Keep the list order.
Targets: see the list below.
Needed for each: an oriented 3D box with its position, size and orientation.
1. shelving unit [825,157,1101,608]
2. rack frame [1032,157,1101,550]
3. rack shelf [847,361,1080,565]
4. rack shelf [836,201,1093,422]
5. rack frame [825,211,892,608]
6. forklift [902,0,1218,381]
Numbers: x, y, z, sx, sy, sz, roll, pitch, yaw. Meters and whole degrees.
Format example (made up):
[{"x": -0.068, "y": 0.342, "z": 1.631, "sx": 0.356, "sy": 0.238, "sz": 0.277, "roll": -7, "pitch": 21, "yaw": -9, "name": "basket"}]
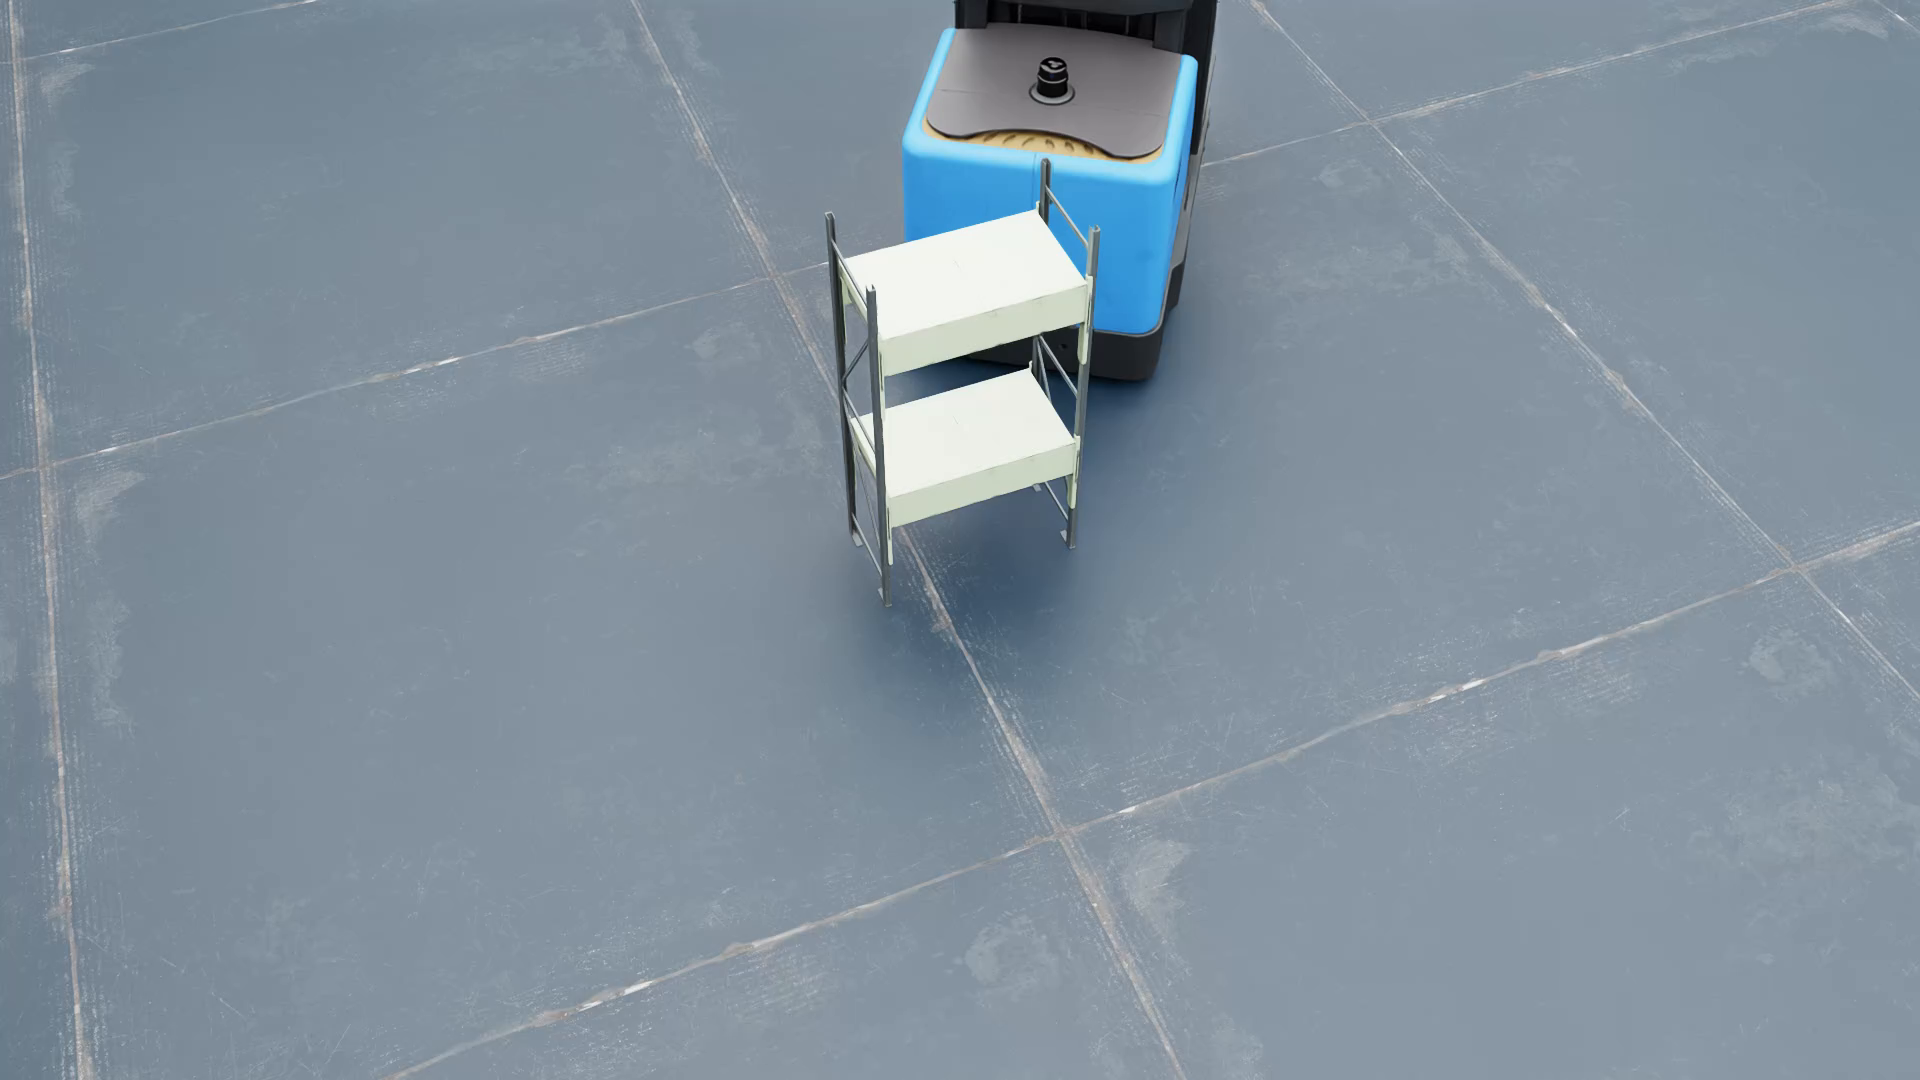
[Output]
[{"x": 0.006, "y": -0.491, "z": 5.683, "sx": 0.755, "sy": 1.500, "sz": 0.431, "roll": -17, "pitch": 52, "yaw": -14, "name": "shelving unit"}, {"x": 0.345, "y": -0.596, "z": 5.773, "sx": 0.023, "sy": 1.500, "sz": 0.400, "roll": -17, "pitch": 52, "yaw": -14, "name": "rack frame"}, {"x": 0.006, "y": -0.278, "z": 5.930, "sx": 0.720, "sy": 0.370, "sz": 0.431, "roll": -17, "pitch": 52, "yaw": -14, "name": "rack shelf"}, {"x": 0.006, "y": -0.745, "z": 5.387, "sx": 0.720, "sy": 0.370, "sz": 0.431, "roll": -17, "pitch": 52, "yaw": -14, "name": "rack shelf"}, {"x": -0.333, "y": -0.386, "z": 5.593, "sx": 0.023, "sy": 1.500, "sz": 0.400, "roll": -17, "pitch": 52, "yaw": -14, "name": "rack frame"}, {"x": 0.569, "y": -2.741, "z": 6.672, "sx": 1.130, "sy": 2.935, "sz": 3.031, "roll": 9, "pitch": 50, "yaw": 8, "name": "forklift"}]
